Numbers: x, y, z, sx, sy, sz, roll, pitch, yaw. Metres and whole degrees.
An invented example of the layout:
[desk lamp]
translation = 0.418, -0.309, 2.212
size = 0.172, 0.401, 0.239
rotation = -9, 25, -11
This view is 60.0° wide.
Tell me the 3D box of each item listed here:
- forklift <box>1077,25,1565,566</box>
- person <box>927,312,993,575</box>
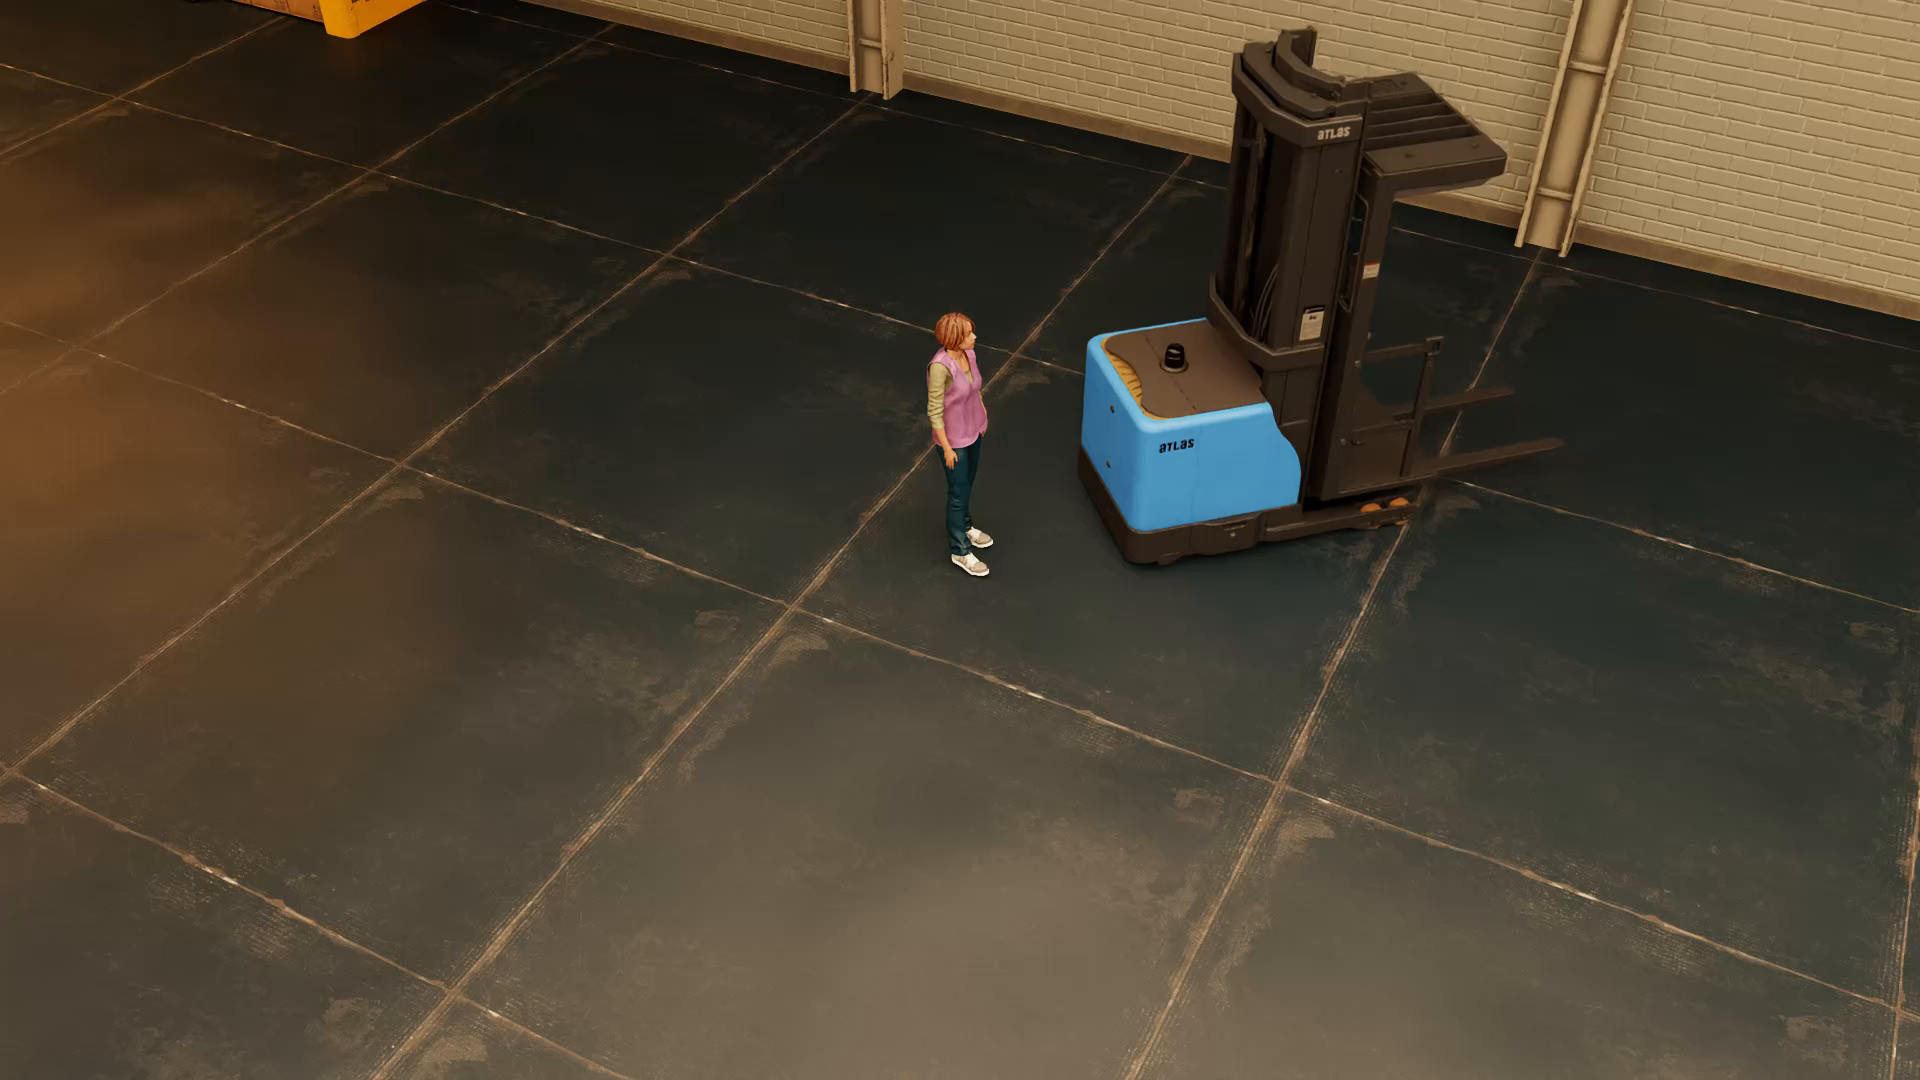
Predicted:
[forklift]
translation = 2.329, -1.501, 9.769
size = 3.031, 2.935, 1.130
rotation = -11, 41, -12
[person]
translation = 0.060, -0.581, 9.712
size = 0.472, 1.586, 0.520
rotation = 18, 43, 21
